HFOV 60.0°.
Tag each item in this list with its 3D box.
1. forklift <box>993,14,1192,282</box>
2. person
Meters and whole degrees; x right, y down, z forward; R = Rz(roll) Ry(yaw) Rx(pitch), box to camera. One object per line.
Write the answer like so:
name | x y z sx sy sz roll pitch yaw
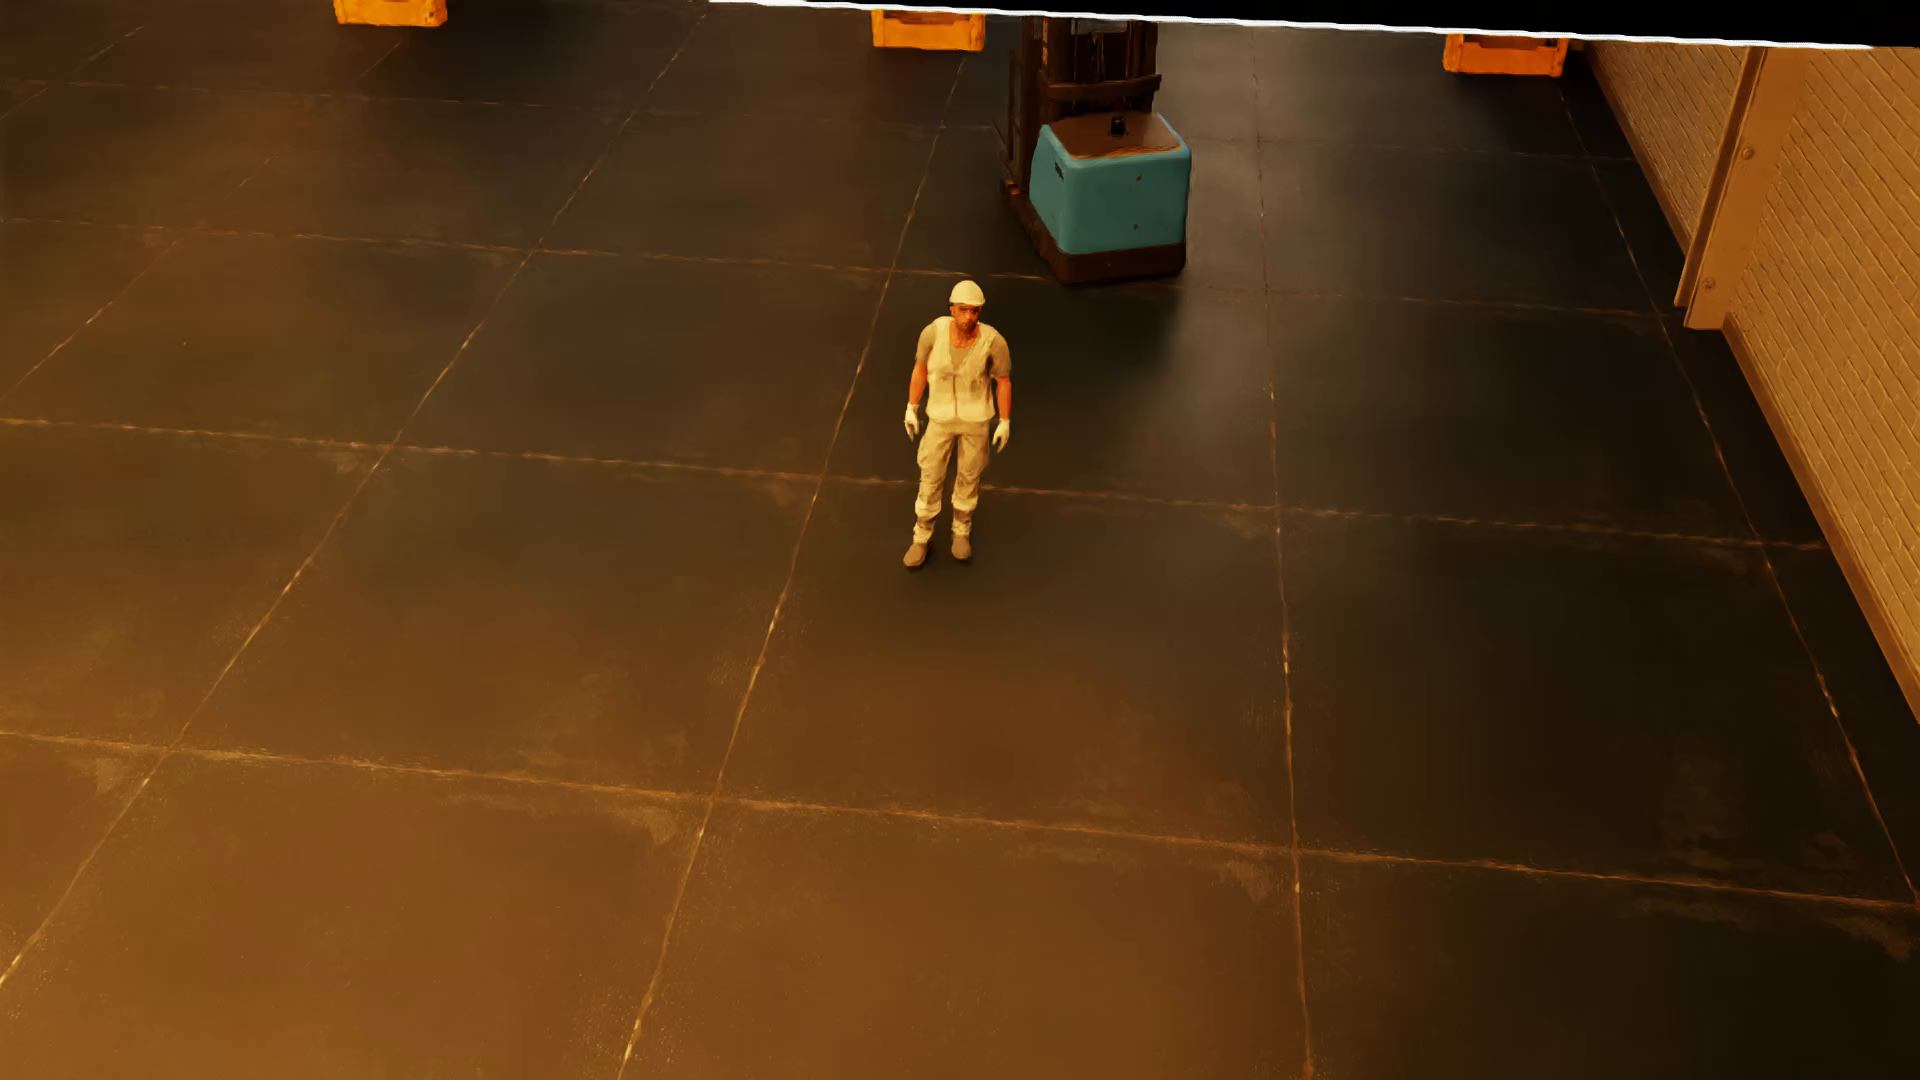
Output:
forklift | 0.975 -4.092 13.580 1.130 2.935 3.031 -8 37 -10
person | -0.021 -0.679 9.902 0.637 1.787 0.563 4 37 6
